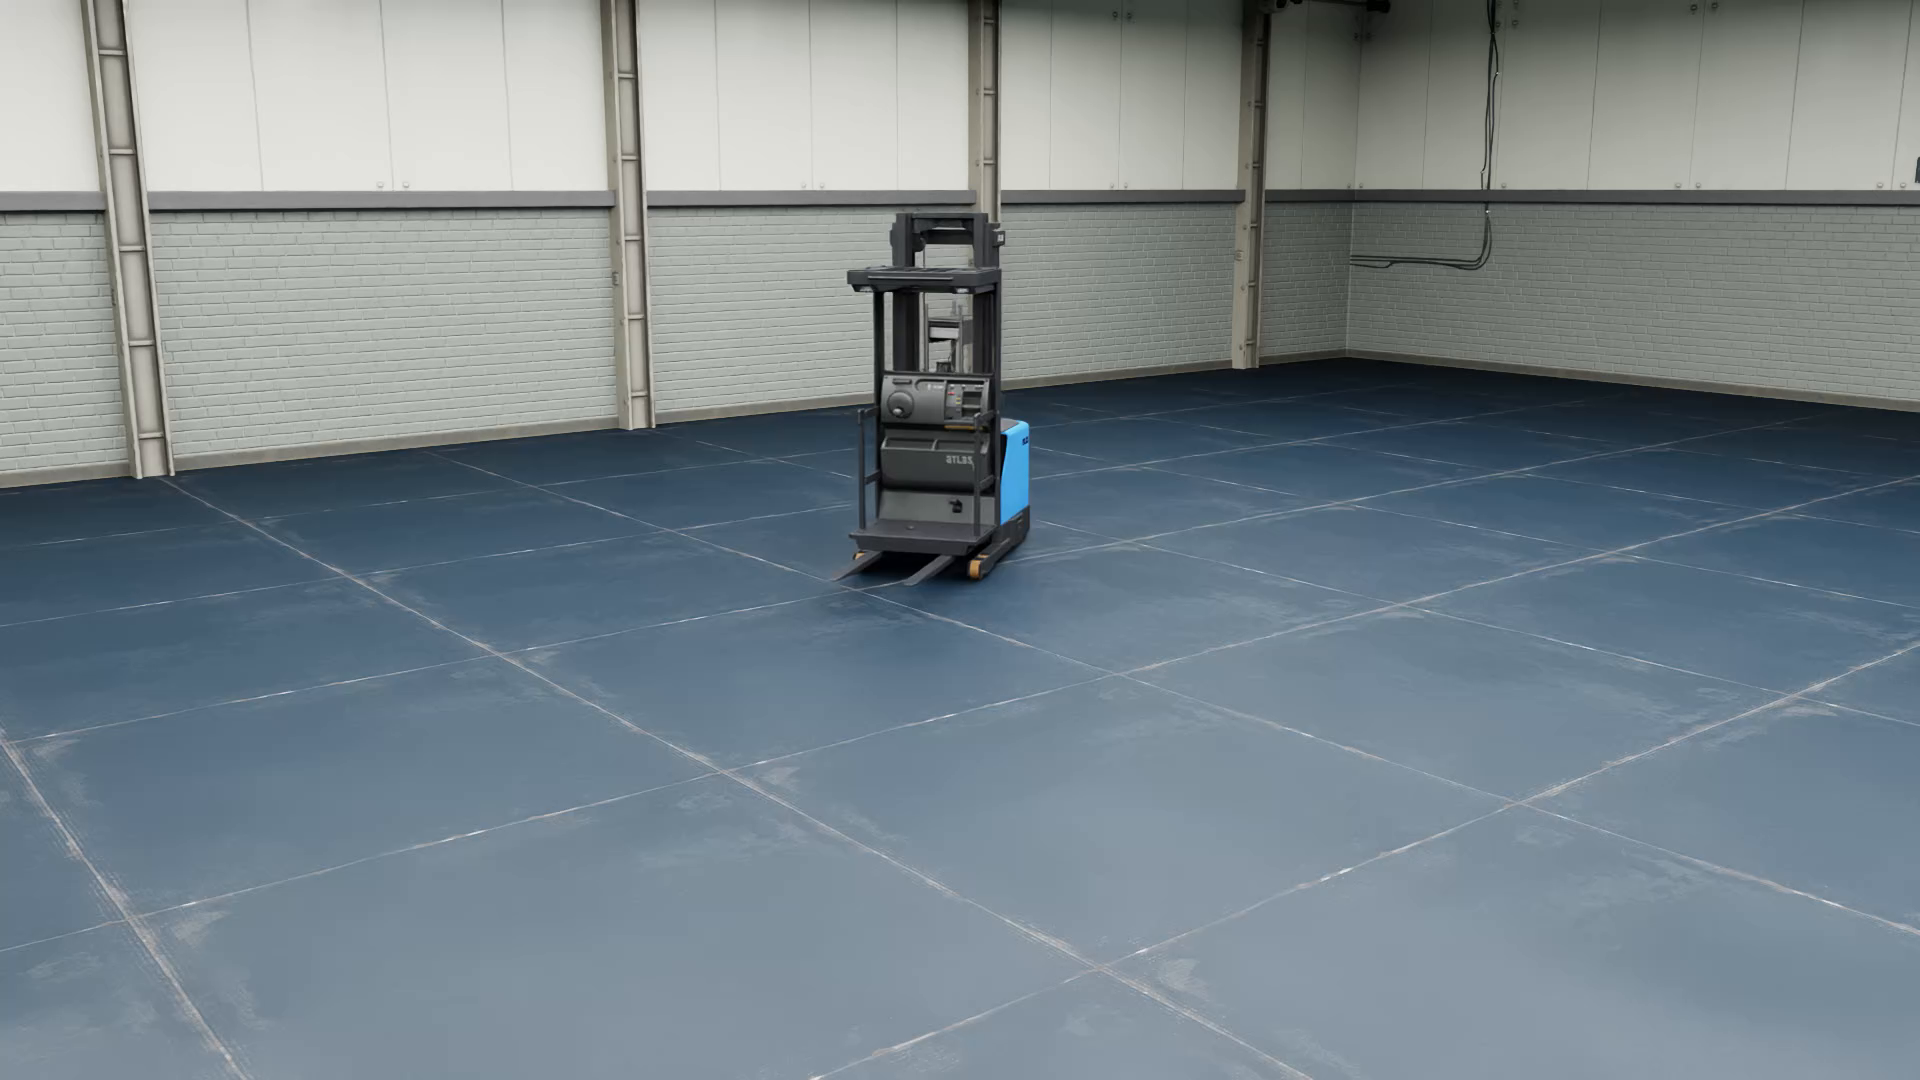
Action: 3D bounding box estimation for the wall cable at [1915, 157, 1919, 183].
[{"bbox_3d":[14.102,-7.750,21.776,0.169,6.003,2.305,-9,15,-38],"label":"wall cable"}]

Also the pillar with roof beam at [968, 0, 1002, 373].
[{"bbox_3d":[3.061,-5.984,21.645,0.400,9.000,9.100,-9,15,-38],"label":"pillar with roof beam"}]

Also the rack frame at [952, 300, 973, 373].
[{"bbox_3d":[0.099,-1.216,15.798,0.400,2.100,0.015,7,14,30],"label":"rack frame"}]

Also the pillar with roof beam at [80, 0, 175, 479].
[{"bbox_3d":[-6.309,-4.427,14.312,0.400,9.000,9.100,-9,15,-38],"label":"pillar with roof beam"}]

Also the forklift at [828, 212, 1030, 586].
[{"bbox_3d":[-0.262,-1.198,13.714,1.130,2.935,3.031,3,12,16],"label":"forklift"}]

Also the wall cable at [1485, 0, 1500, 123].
[{"bbox_3d":[9.873,-8.141,27.122,0.112,2.526,3.097,-9,15,-38],"label":"wall cable"}]

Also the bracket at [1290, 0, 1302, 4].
[{"bbox_3d":[5.603,-9.218,28.209,0.430,0.232,0.235,-9,15,-38],"label":"bracket"}]

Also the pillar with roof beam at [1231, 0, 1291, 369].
[{"bbox_3d":[7.746,-6.763,25.312,0.548,9.000,9.100,-9,15,-38],"label":"pillar with roof beam"}]

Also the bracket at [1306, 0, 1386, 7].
[{"bbox_3d":[6.992,-9.449,29.296,3.189,0.066,0.076,-9,15,-38],"label":"bracket"}]

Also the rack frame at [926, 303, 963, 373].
[{"bbox_3d":[-0.148,-1.128,15.387,0.400,2.100,0.015,7,14,30],"label":"rack frame"}]

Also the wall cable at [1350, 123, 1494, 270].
[{"bbox_3d":[8.183,-6.110,29.713,0.112,2.526,3.097,-9,15,-38],"label":"wall cable"}]

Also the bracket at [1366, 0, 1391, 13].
[{"bbox_3d":[7.453,-9.525,29.657,0.430,0.232,0.235,-9,15,-38],"label":"bracket"}]

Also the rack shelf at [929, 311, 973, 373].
[{"bbox_3d":[-0.024,-1.843,15.450,0.431,0.518,0.480,7,14,30],"label":"rack shelf"}]

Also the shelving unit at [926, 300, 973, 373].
[{"bbox_3d":[-0.024,-1.172,15.593,0.431,2.100,0.503,7,14,30],"label":"shelving unit"}]

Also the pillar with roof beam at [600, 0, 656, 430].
[{"bbox_3d":[-1.624,-5.206,17.979,0.400,9.000,9.100,-9,15,-38],"label":"pillar with roof beam"}]
